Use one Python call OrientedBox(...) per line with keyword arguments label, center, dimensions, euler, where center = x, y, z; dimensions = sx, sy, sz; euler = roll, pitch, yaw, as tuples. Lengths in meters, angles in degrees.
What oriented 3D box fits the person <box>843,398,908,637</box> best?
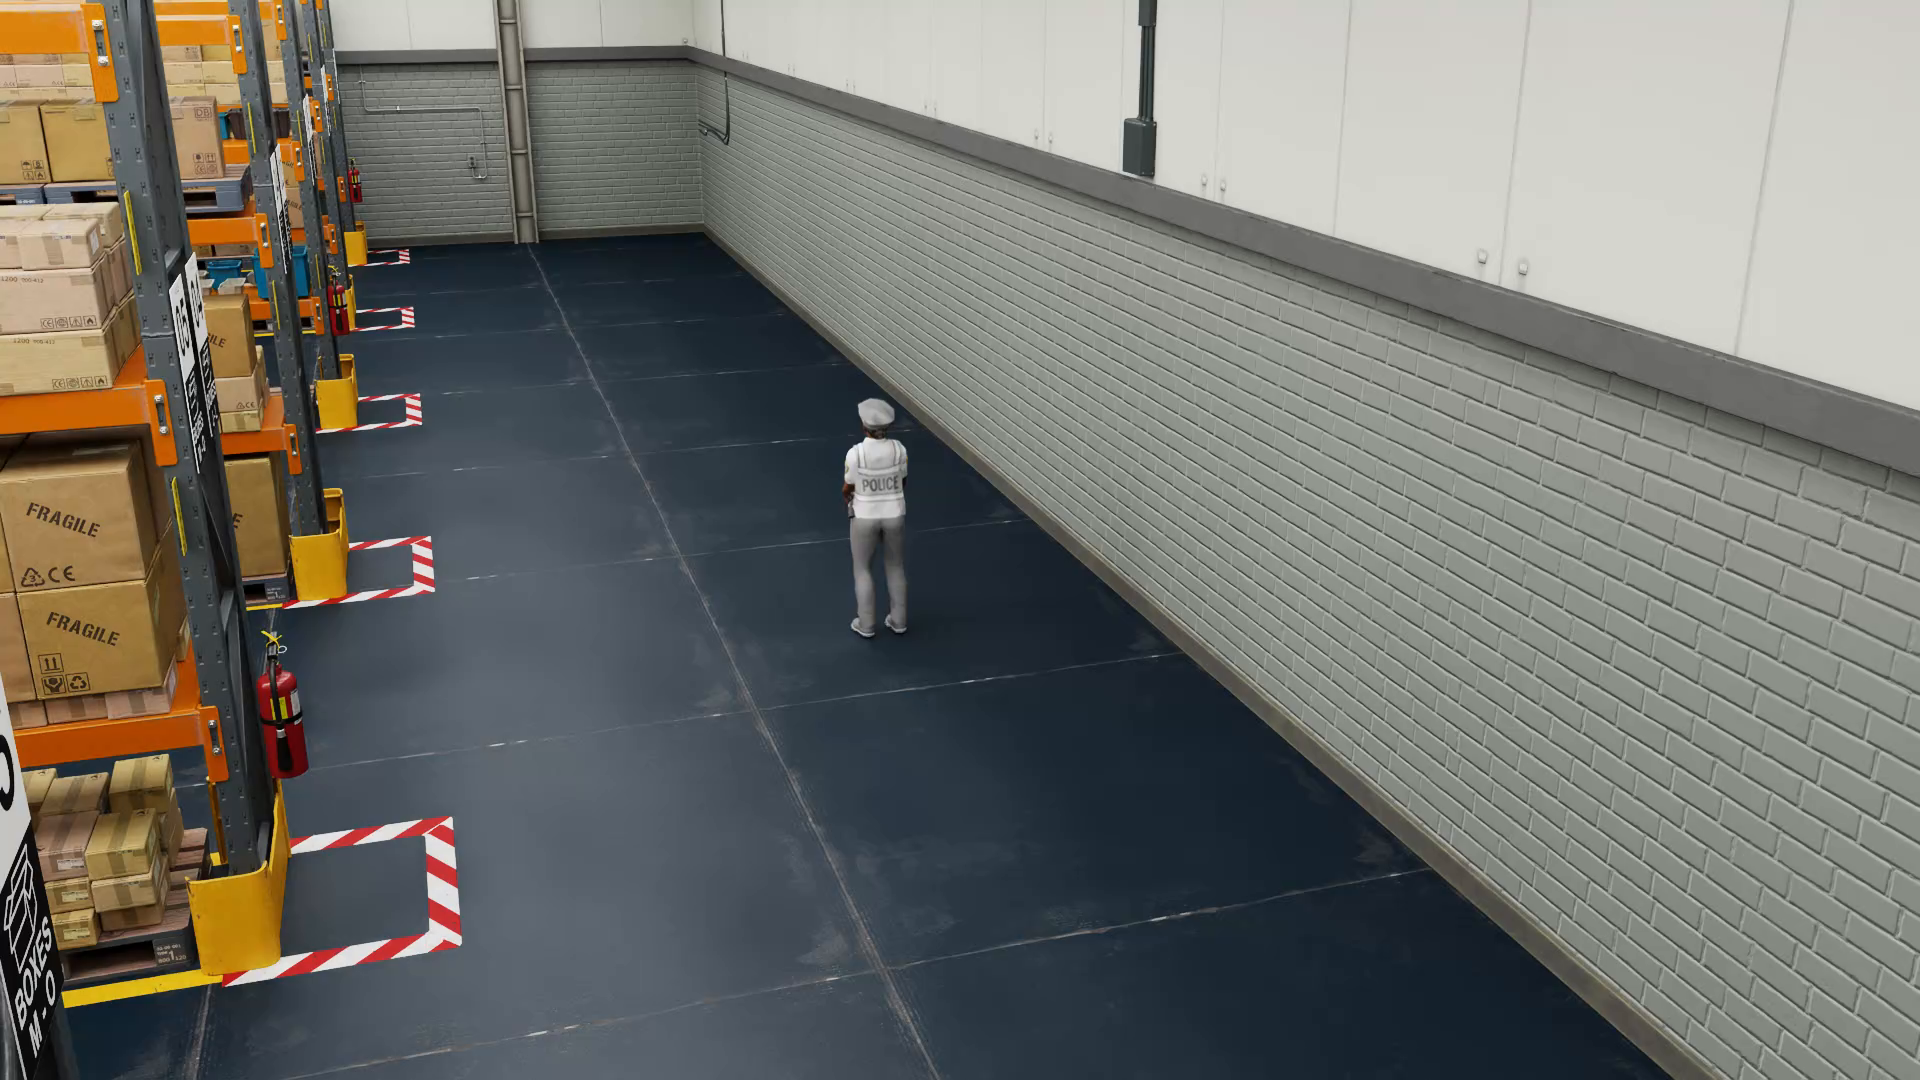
OrientedBox(label="person", center=(-0.595, -0.173, 11.513), dimensions=(0.455, 1.692, 0.530), euler=(-6, 20, -17))
